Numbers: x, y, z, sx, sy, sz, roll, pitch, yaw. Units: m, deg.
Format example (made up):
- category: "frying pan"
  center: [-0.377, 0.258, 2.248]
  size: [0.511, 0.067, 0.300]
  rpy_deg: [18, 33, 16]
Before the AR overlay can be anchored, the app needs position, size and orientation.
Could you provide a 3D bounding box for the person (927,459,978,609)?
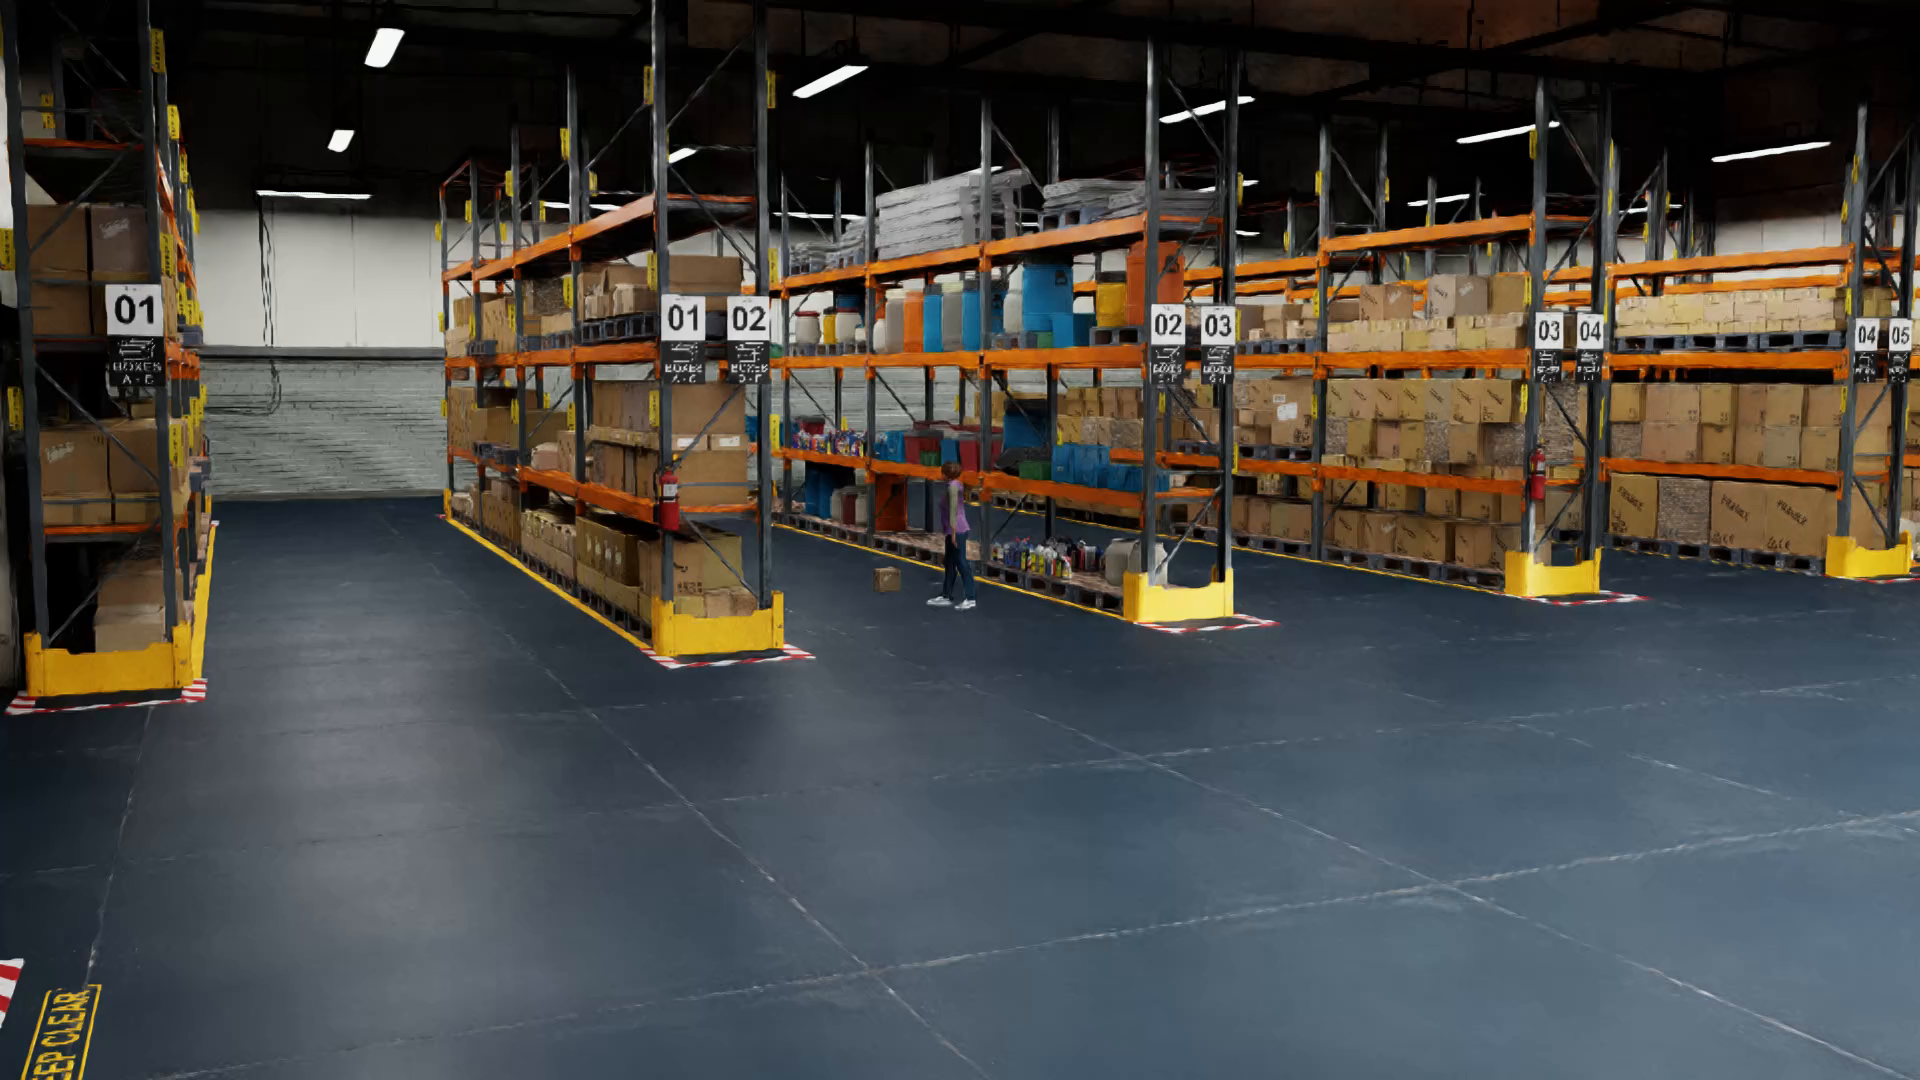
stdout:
- category: "person"
  center: [-0.082, -0.071, 17.849]
  size: [0.545, 1.592, 0.524]
  rpy_deg: [0, 6, 1]
